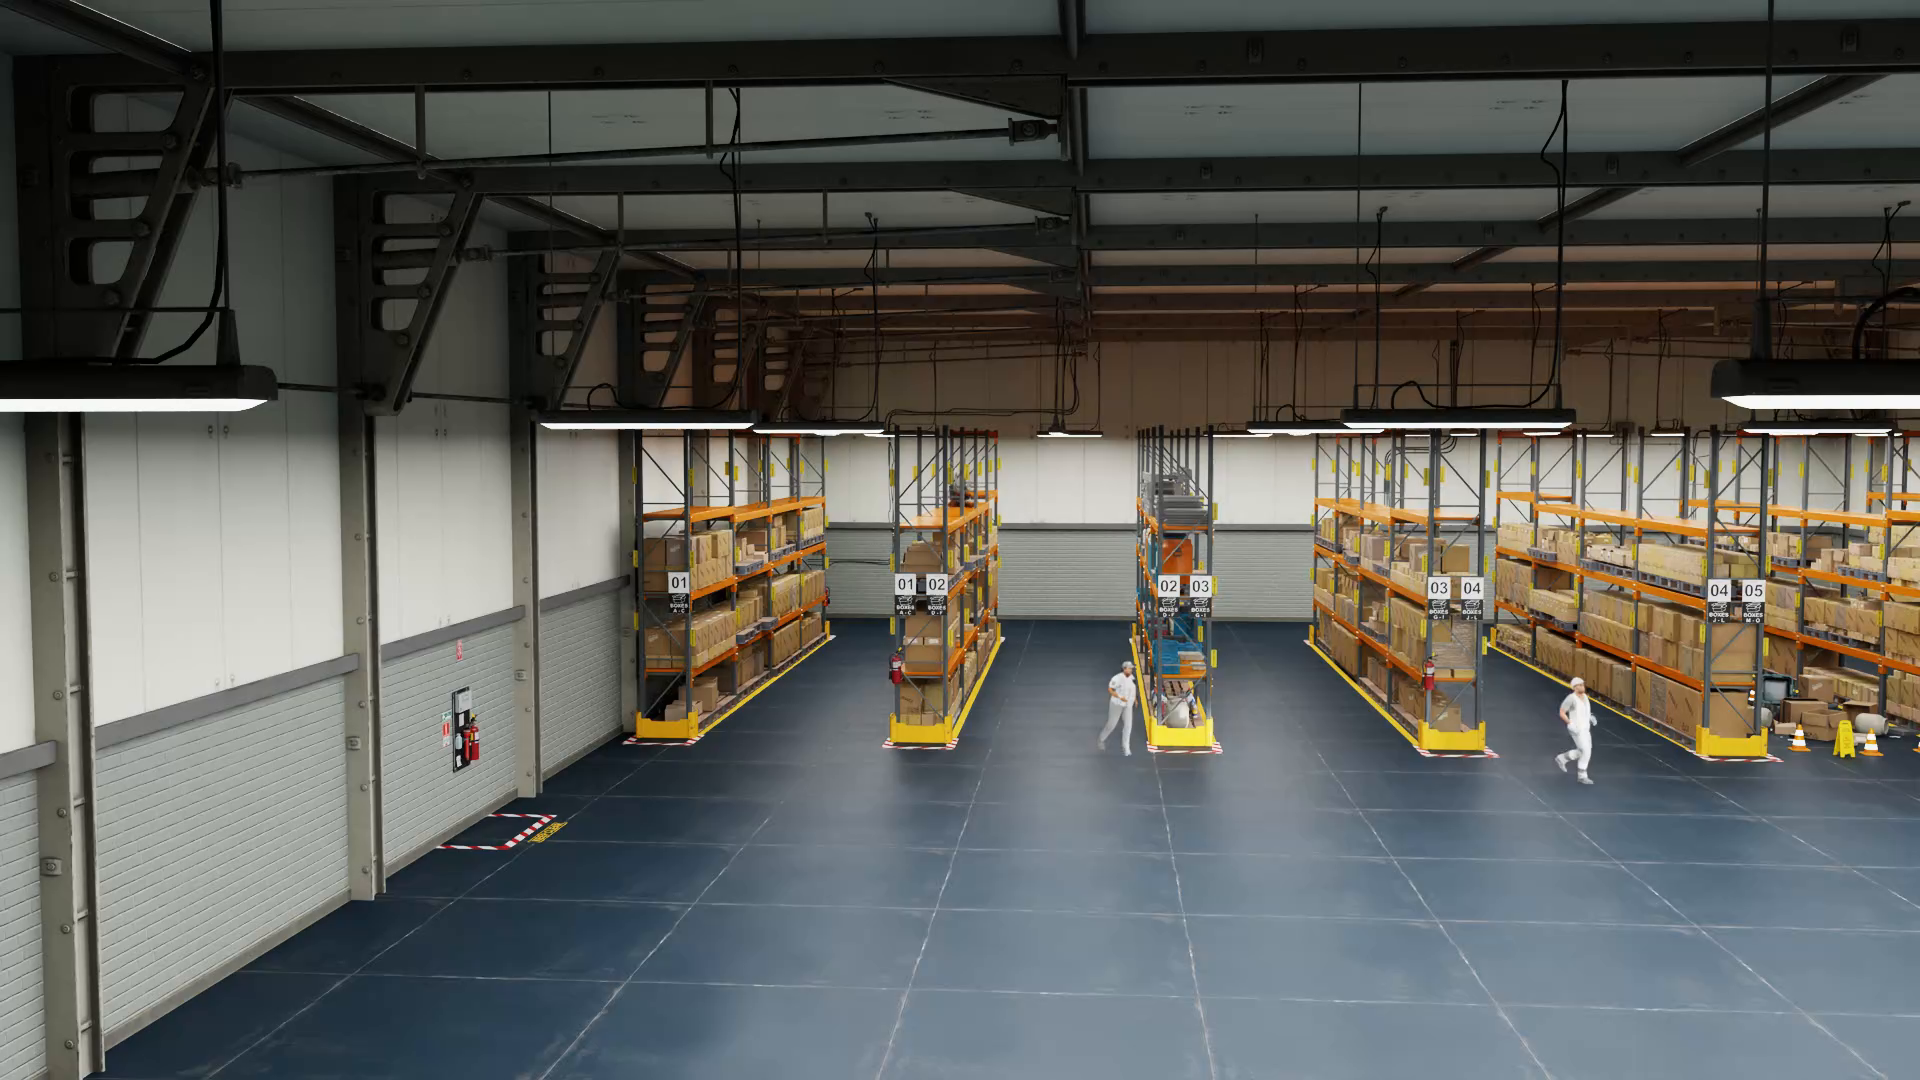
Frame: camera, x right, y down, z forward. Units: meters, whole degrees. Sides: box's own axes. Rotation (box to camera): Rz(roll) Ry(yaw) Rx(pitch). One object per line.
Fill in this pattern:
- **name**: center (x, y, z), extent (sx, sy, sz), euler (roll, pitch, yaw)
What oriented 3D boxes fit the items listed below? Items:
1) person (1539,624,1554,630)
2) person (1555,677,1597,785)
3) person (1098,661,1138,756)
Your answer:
- **person**: center (16.532, 2.033, 46.812), extent (0.736, 1.752, 0.600), euler (-1, 4, -21)
- **person**: center (10.322, 3.175, 27.875), extent (0.650, 1.768, 0.722), euler (-3, 4, -39)
- **person**: center (2.991, 3.057, 30.511), extent (0.706, 1.671, 0.858), euler (-2, 4, -26)
